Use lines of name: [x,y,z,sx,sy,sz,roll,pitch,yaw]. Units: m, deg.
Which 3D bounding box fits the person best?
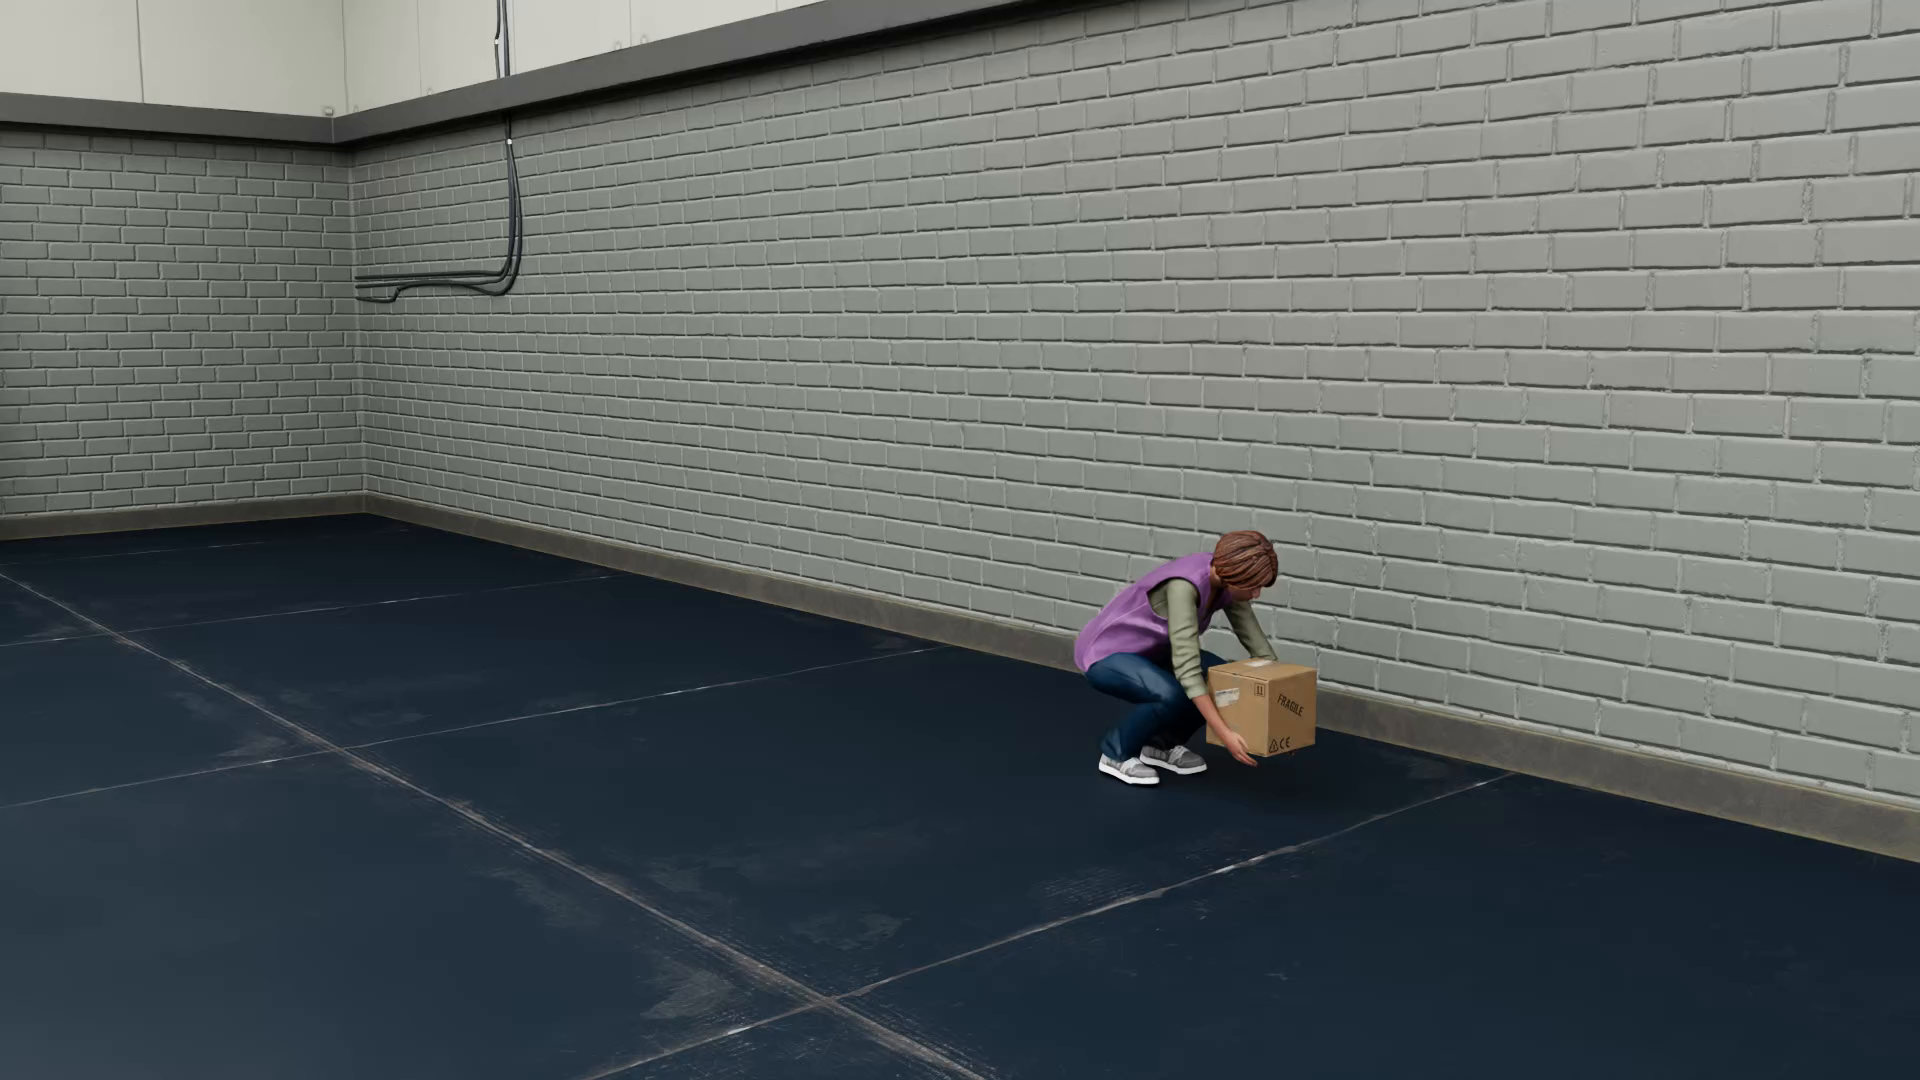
person: [0.758,0.394,5.629,0.454,0.876,0.813,-7,10,-41]
